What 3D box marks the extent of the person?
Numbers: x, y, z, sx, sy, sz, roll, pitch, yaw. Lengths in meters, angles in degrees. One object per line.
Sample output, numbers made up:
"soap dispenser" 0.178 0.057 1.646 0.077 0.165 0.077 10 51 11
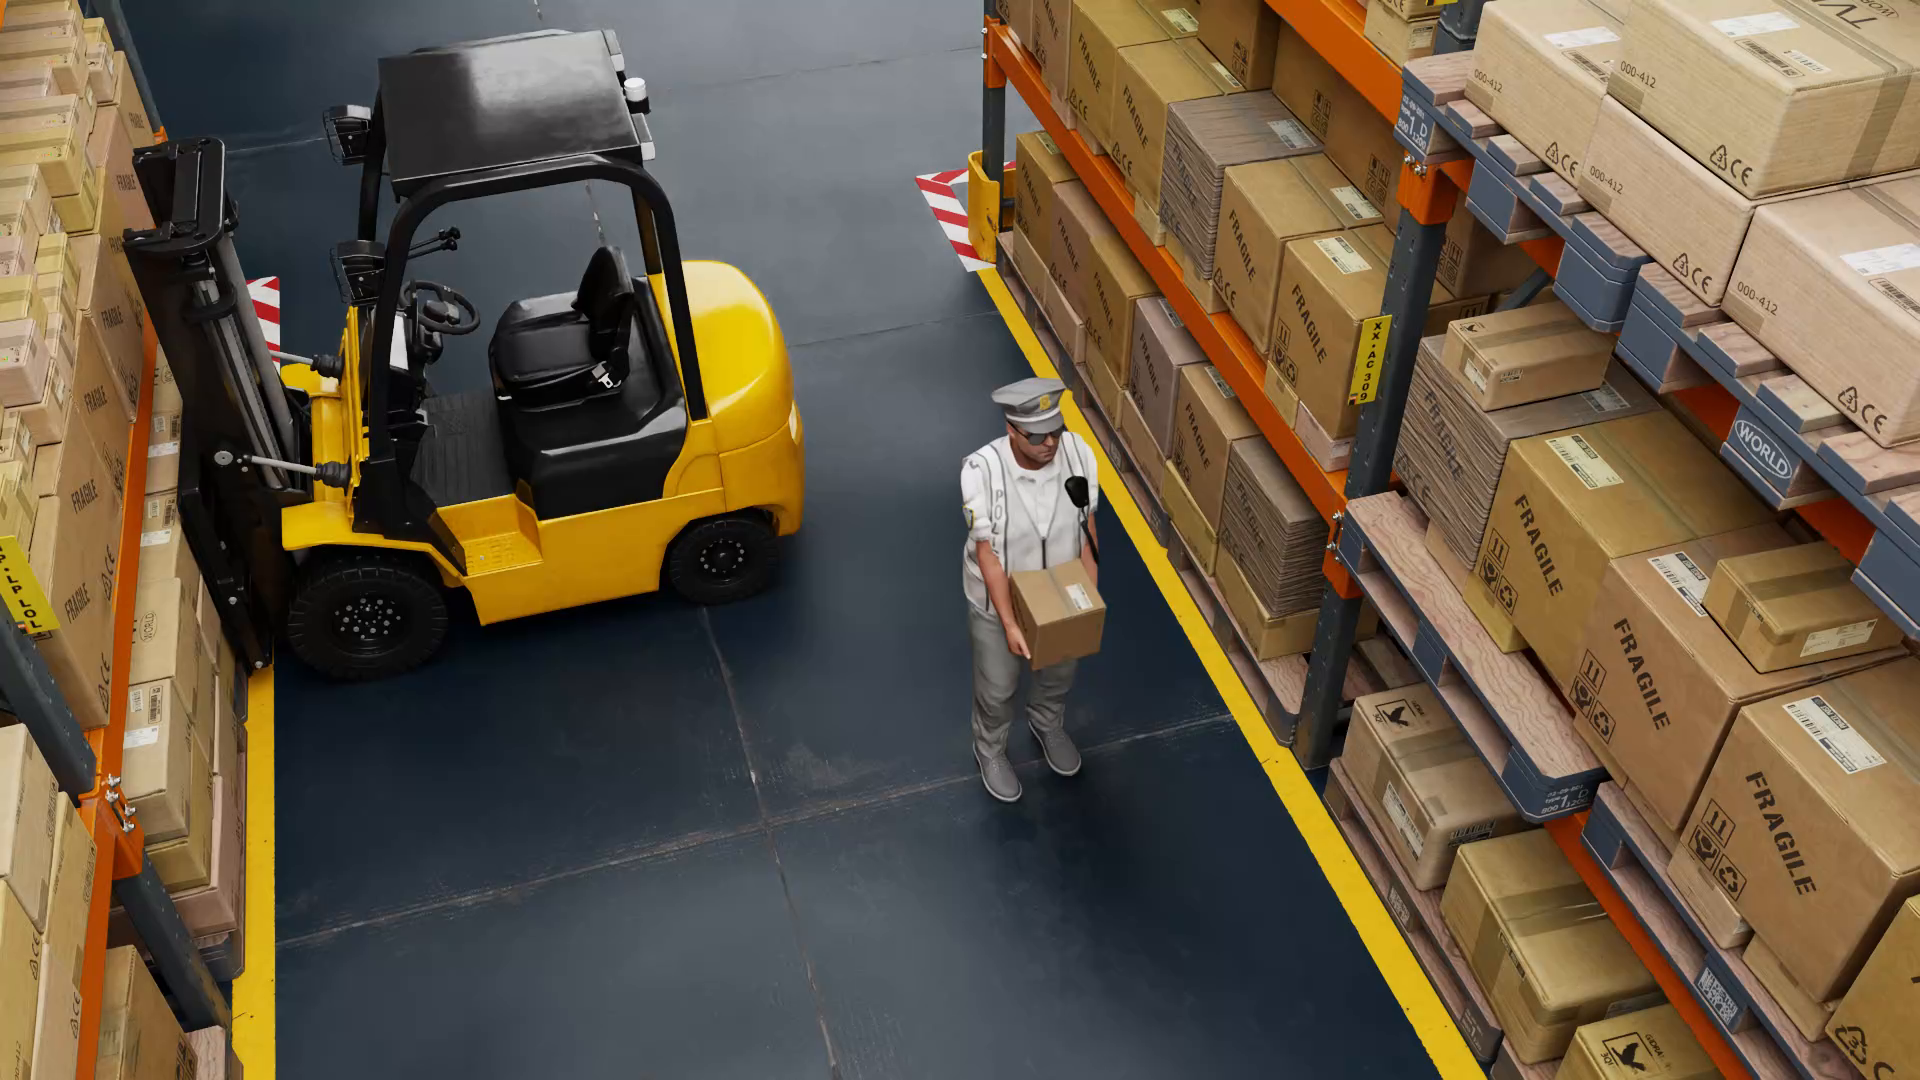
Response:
"person" 0.275 0.217 5.903 0.490 1.771 0.566 -14 44 -15
